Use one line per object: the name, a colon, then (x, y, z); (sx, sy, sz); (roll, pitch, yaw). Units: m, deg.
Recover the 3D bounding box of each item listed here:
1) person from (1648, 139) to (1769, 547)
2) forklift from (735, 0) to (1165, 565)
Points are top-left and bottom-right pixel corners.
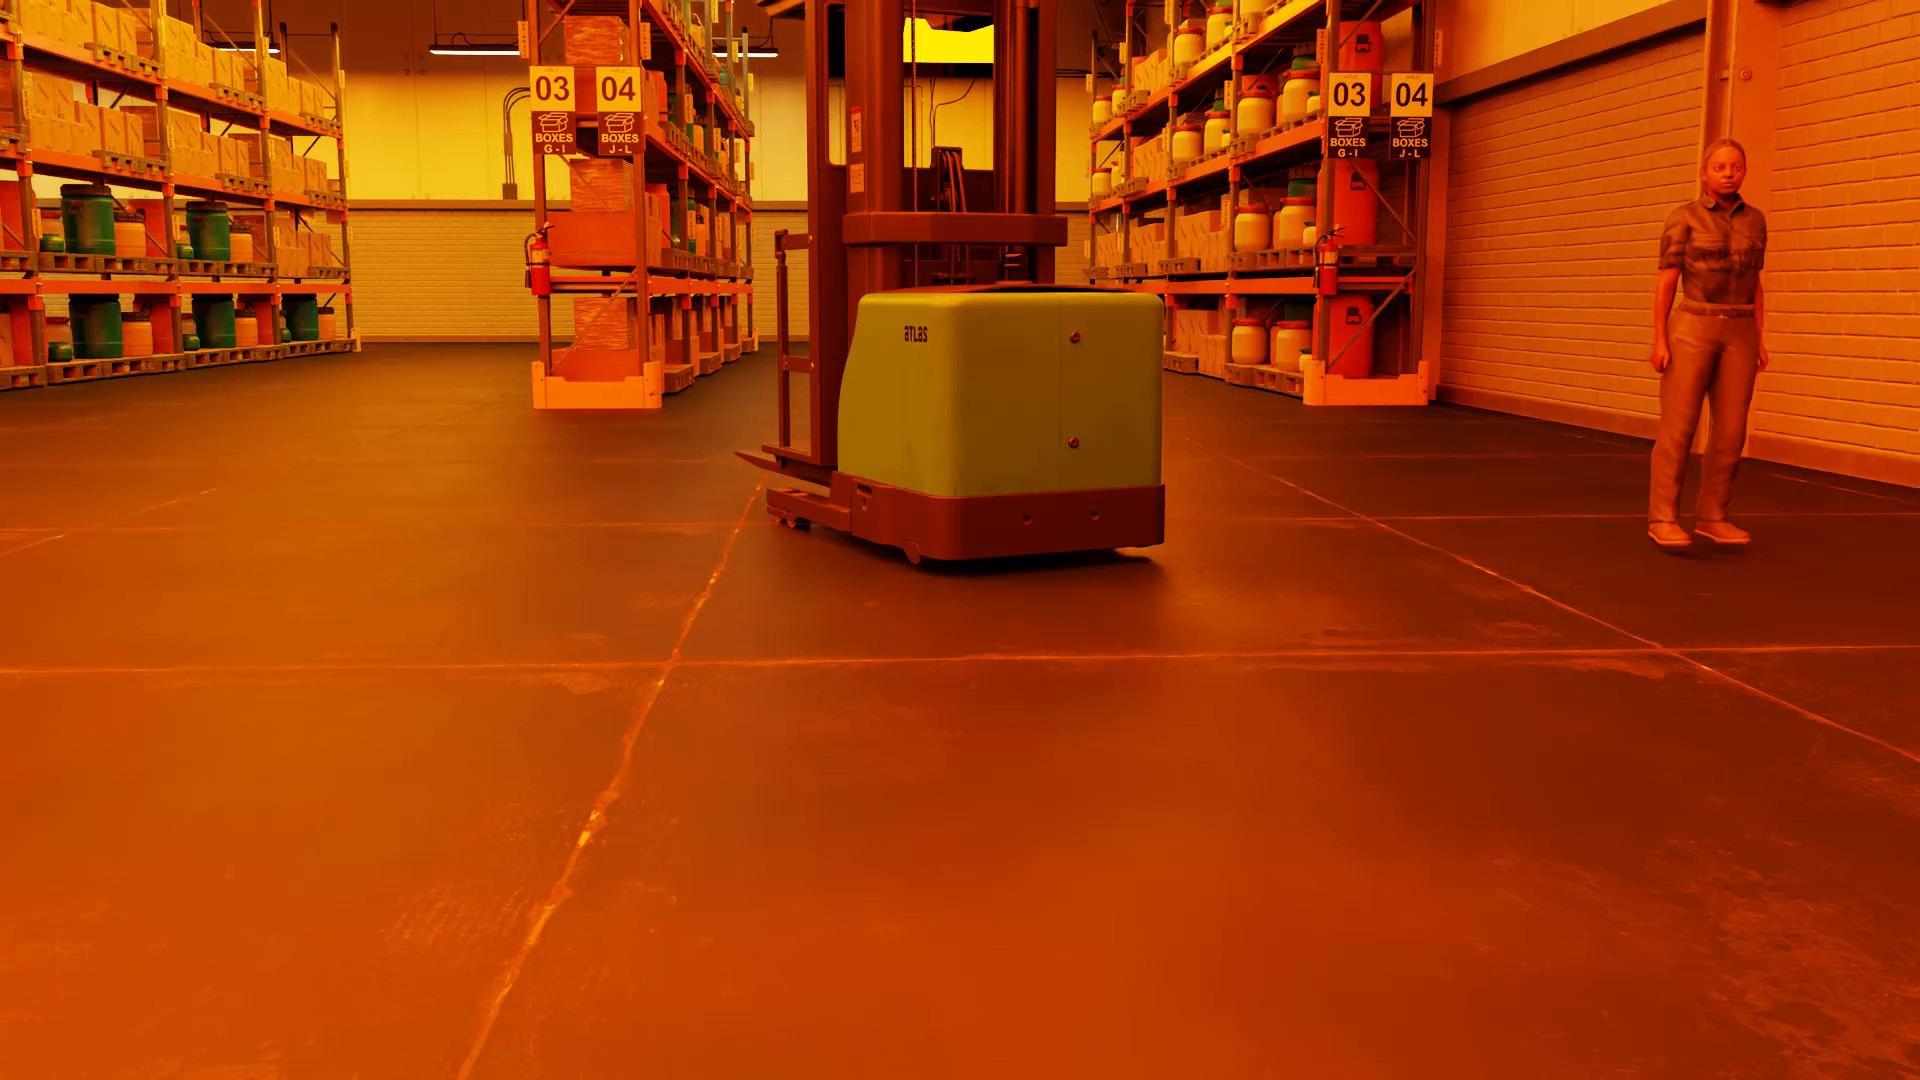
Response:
person: (3.109, -0.810, 6.865); (0.492, 1.661, 0.341); (-1, 8, -4)
forklift: (-0.264, -1.530, 7.637); (1.130, 2.935, 3.031); (-4, 9, -25)
